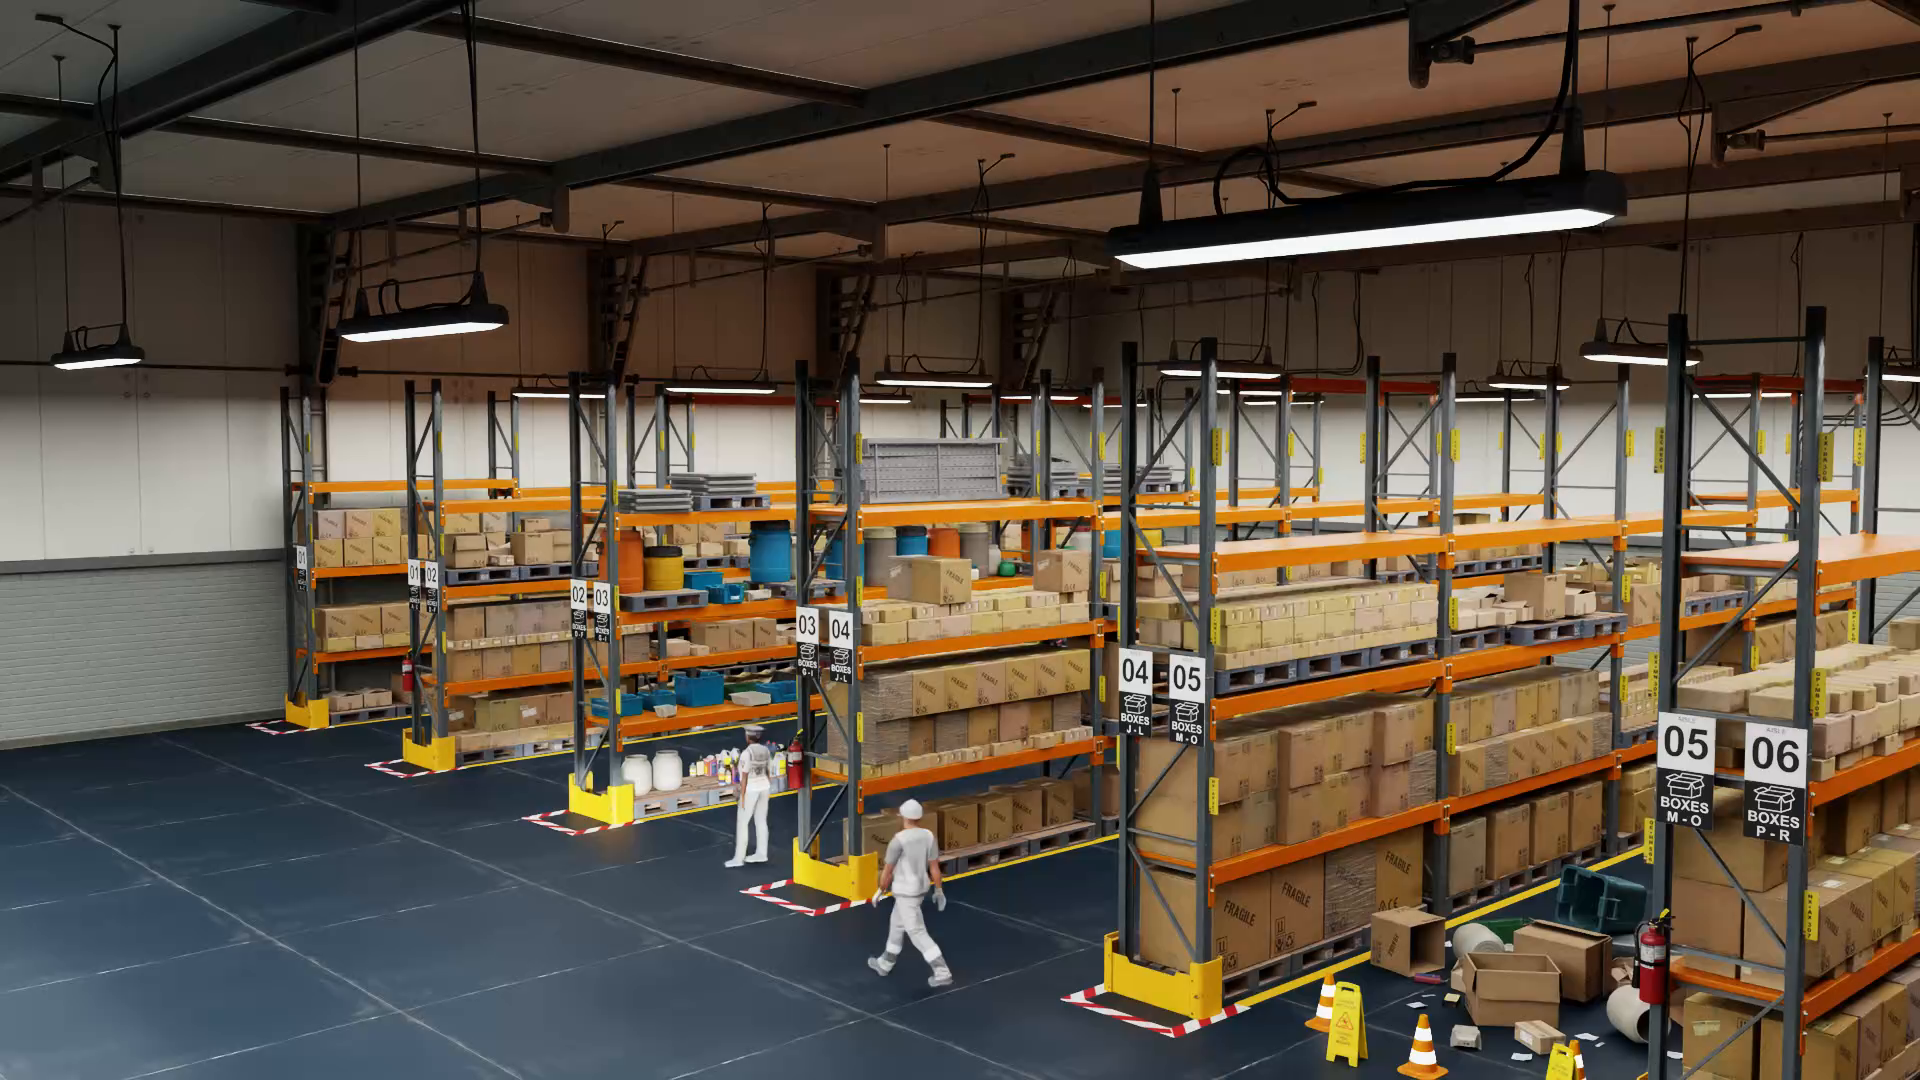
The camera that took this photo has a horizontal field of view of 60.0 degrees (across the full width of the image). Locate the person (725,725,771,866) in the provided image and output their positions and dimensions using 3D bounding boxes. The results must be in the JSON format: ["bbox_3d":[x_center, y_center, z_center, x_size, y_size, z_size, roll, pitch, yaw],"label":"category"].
[{"bbox_3d":[-2.518,3.057,19.928,0.395,1.665,0.557,3,4,36],"label":"person"}]

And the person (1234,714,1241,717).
[{"bbox_3d":[3.422,2.988,20.424,0.584,1.763,0.627,-1,4,-10],"label":"person"}]

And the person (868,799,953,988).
[{"bbox_3d":[-0.498,3.295,15.552,1.063,1.752,0.493,2,4,26],"label":"person"}]
